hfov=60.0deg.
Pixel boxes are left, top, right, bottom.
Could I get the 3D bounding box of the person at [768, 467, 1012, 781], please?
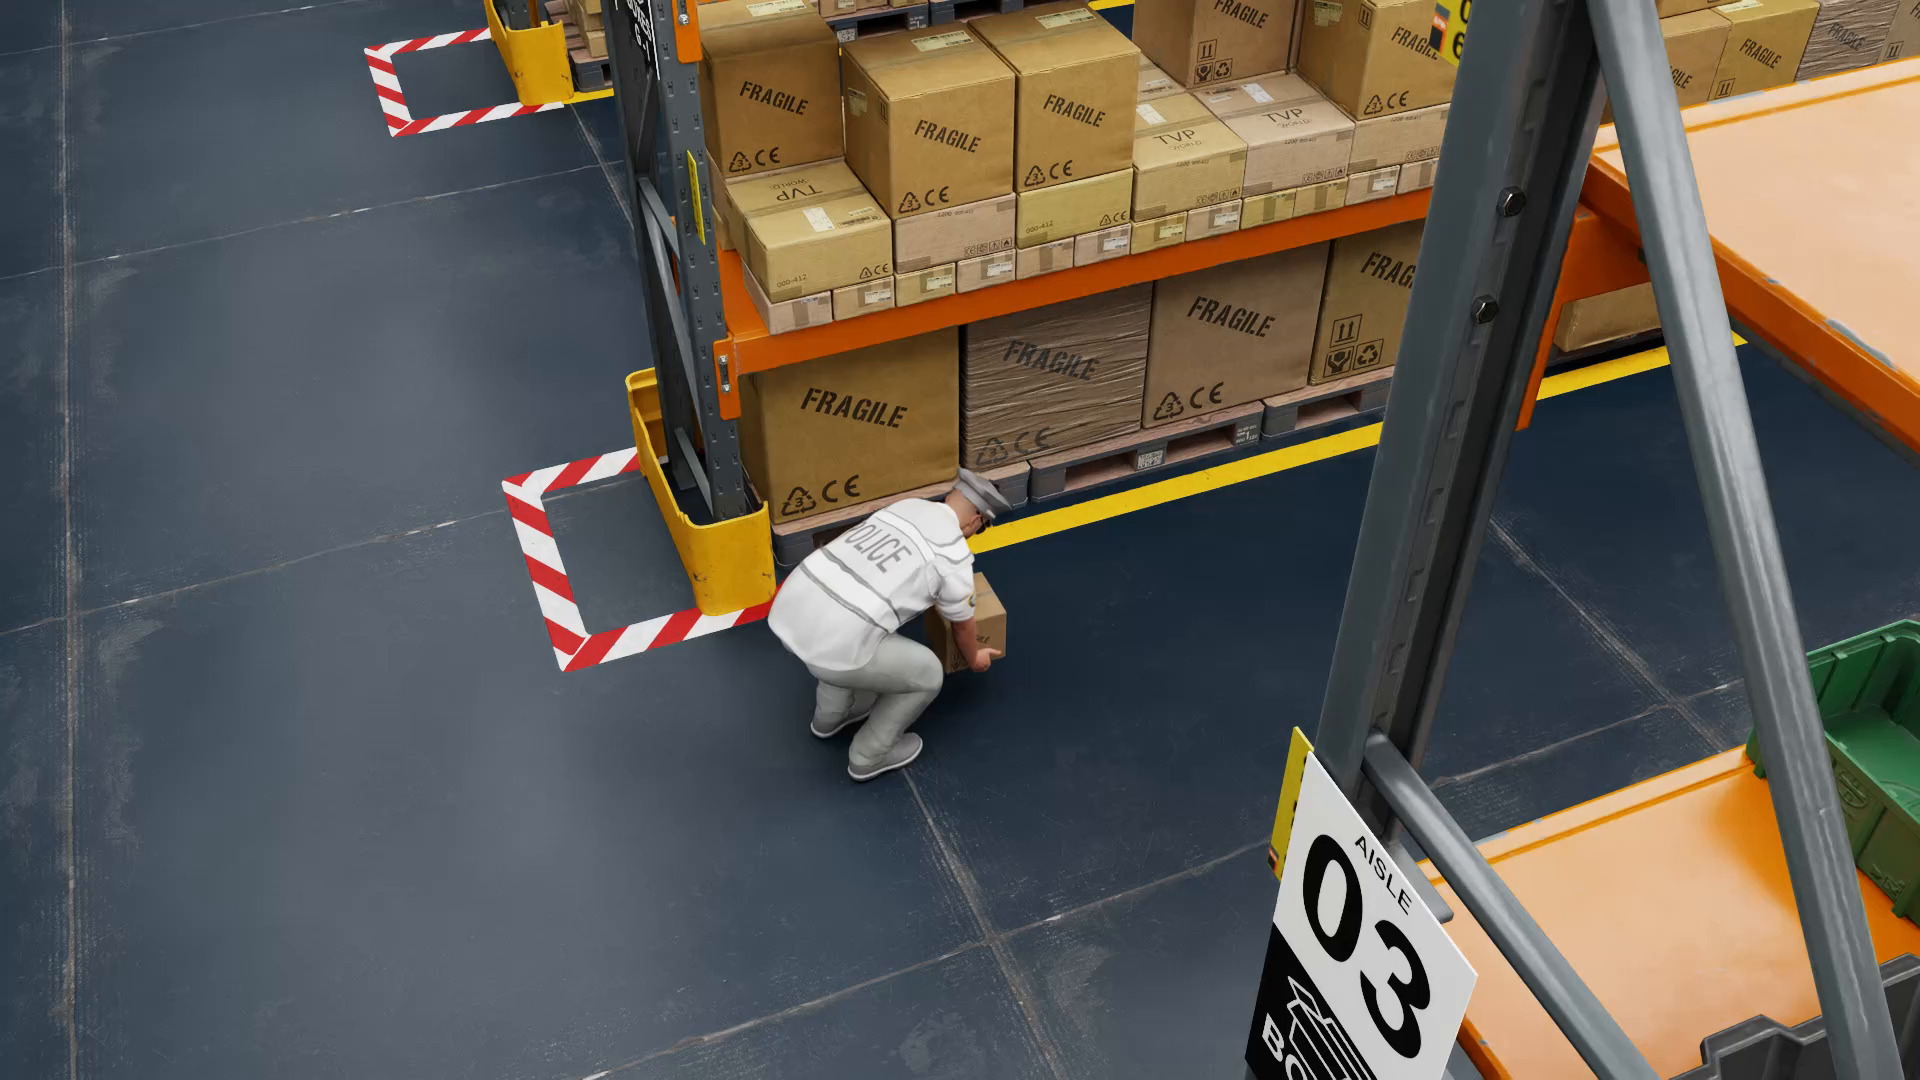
[{"bbox_3d":[-0.228,0.317,6.327,1.032,1.051,0.540,-29,49,-29],"label":"person"}]
